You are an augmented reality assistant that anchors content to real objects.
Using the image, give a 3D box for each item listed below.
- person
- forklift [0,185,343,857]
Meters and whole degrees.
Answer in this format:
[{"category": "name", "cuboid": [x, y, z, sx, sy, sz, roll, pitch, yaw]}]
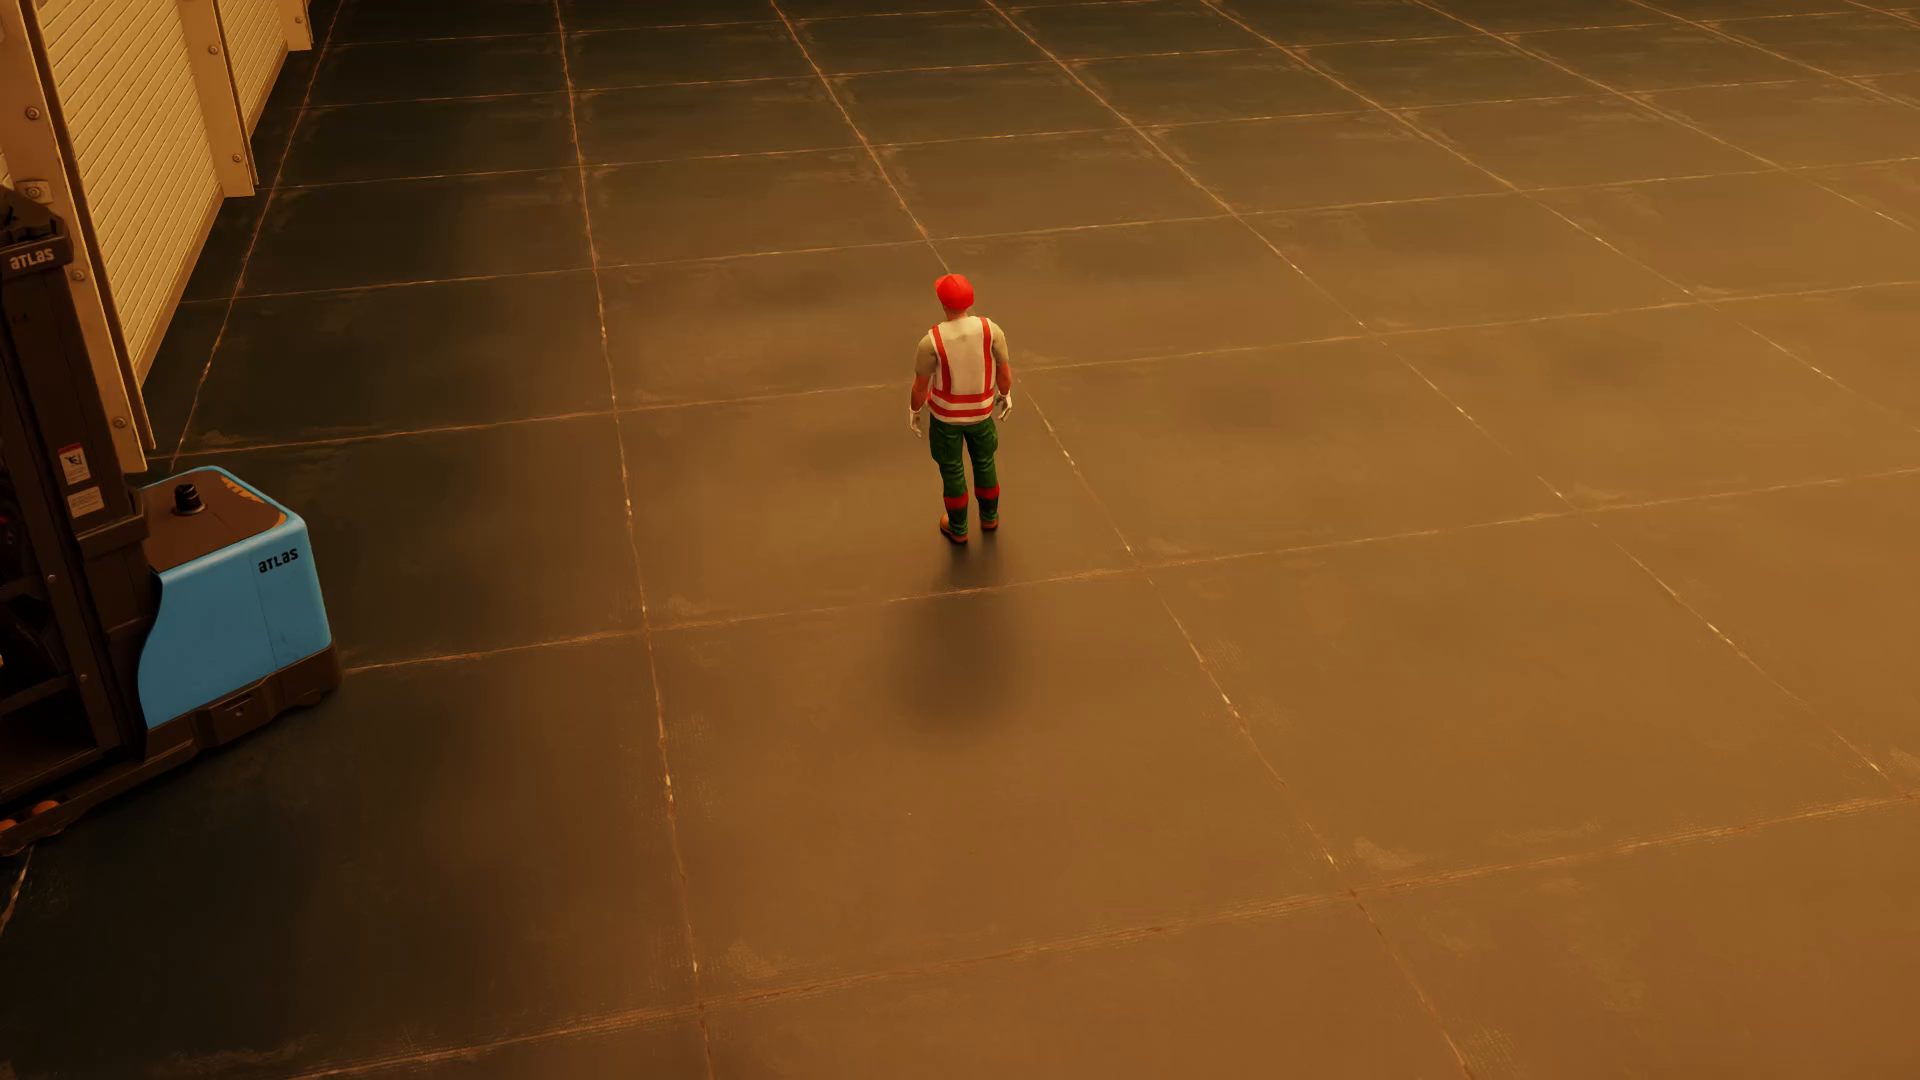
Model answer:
[{"category": "person", "cuboid": [-0.006, -0.821, 10.118, 0.637, 1.787, 0.564, -7, 31, -12]}, {"category": "forklift", "cuboid": [-4.710, -0.055, 7.670, 1.130, 2.935, 3.031, 24, 38, 35]}]
